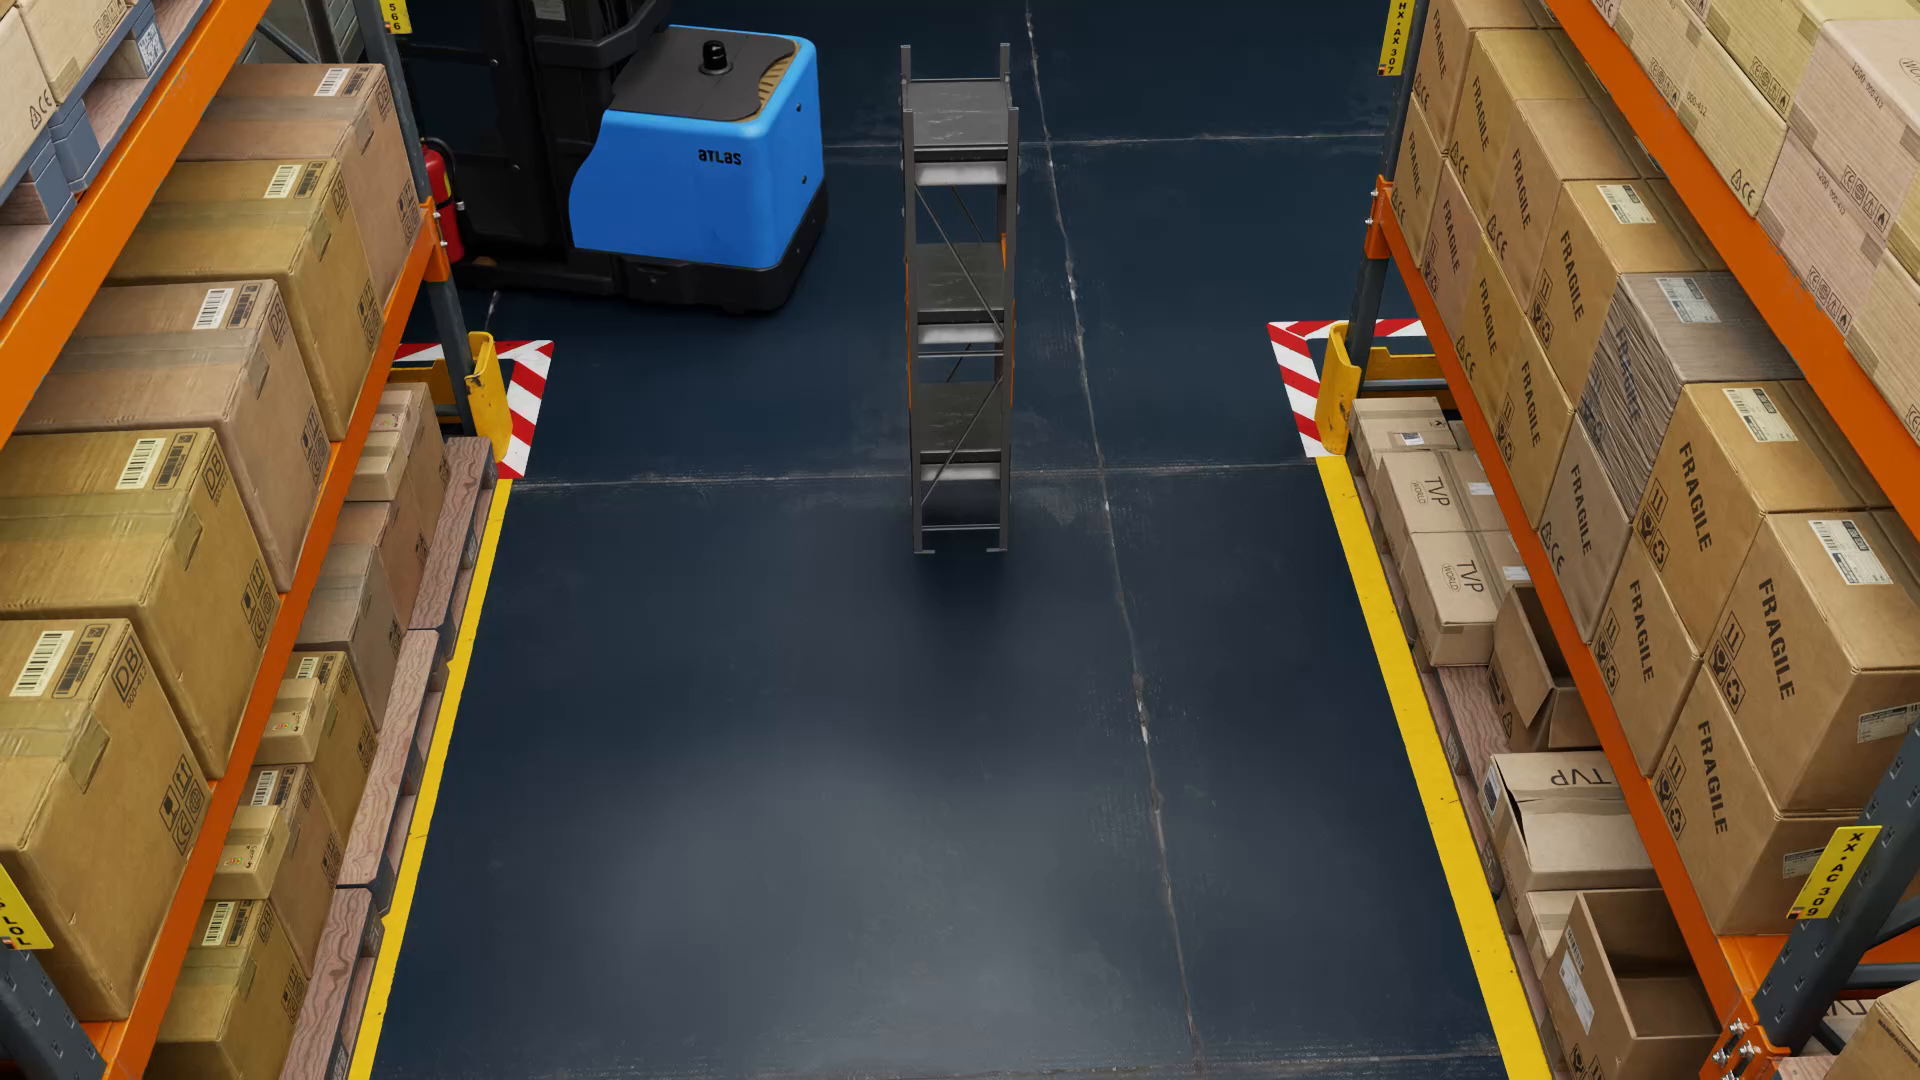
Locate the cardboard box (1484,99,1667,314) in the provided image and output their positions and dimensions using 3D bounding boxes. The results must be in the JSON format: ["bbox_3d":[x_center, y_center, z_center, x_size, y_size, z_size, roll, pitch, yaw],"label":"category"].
[{"bbox_3d":[2.066,-1.087,5.402,0.500,0.500,0.500,-1,43,-1],"label":"cardboard box"}]

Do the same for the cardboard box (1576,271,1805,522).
[{"bbox_3d":[2.109,-0.404,4.657,0.500,0.500,0.500,-1,43,-1],"label":"cardboard box"}]

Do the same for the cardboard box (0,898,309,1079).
[{"bbox_3d":[-2.444,1.425,5.015,0.700,0.500,0.500,-1,43,-1],"label":"cardboard box"}]

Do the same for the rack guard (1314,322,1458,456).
[{"bbox_3d":[2.268,-0.706,7.651,1.175,0.500,0.348,-2,43,-2],"label":"rack guard"}]

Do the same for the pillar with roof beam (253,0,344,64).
[{"bbox_3d":[0.638,-5.667,6.773,9.100,9.000,0.400,-2,43,-2],"label":"pillar with roof beam"}]

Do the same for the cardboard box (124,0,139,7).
[{"bbox_3d":[-2.338,-1.587,4.268,0.500,0.250,0.500,-3,43,-3],"label":"cardboard box"}]

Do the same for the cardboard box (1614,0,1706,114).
[{"bbox_3d":[2.091,-1.363,4.408,0.500,0.250,0.500,-2,43,-2],"label":"cardboard box"}]

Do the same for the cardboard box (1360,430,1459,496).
[{"bbox_3d":[1.950,-0.335,7.167,0.380,0.166,0.250,-2,43,-2],"label":"cardboard box"}]

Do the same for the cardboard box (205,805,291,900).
[{"bbox_3d":[-2.276,0.949,5.053,0.380,0.149,0.250,0,43,0],"label":"cardboard box"}]

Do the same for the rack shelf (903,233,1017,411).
[{"bbox_3d":[-0.007,-0.876,6.672,0.431,0.518,0.480,-2,43,-2],"label":"rack shelf"}]

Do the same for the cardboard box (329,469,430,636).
[{"bbox_3d":[-2.534,0.040,6.526,0.700,0.500,0.500,-2,43,-2],"label":"cardboard box"}]

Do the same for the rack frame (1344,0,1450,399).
[{"bbox_3d":[2.264,-1.679,6.862,1.000,3.000,0.127,-2,43,-2],"label":"rack frame"}]

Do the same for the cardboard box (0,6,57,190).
[{"bbox_3d":[-2.288,-0.895,3.512,0.500,0.250,0.500,-2,43,-3],"label":"cardboard box"}]

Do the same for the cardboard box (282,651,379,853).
[{"bbox_3d":[-2.482,0.739,5.763,0.700,0.500,0.500,-1,43,-1],"label":"cardboard box"}]

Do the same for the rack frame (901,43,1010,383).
[{"bbox_3d":[-0.017,-1.051,6.842,0.400,2.100,0.015,-2,43,-2],"label":"rack frame"}]

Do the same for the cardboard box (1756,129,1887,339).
[{"bbox_3d":[2.137,-0.688,3.671,0.500,0.250,0.500,-2,43,-2],"label":"cardboard box"}]

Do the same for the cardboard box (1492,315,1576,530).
[{"bbox_3d":[2.085,-0.384,5.375,0.500,0.500,0.500,-1,43,-1],"label":"cardboard box"}]

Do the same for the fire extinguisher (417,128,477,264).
[{"bbox_3d":[-2.230,-1.483,6.982,0.296,0.674,0.183,-2,43,-2],"label":"fire extinguisher"}]

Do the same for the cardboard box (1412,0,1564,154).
[{"bbox_3d":[2.020,-1.777,6.155,0.500,0.500,0.500,0,43,0],"label":"cardboard box"}]

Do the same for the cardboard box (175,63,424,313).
[{"bbox_3d":[-2.653,-1.301,6.227,0.980,0.700,0.700,0,43,0],"label":"cardboard box"}]

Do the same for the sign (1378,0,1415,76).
[{"bbox_3d":[1.722,-1.982,6.552,0.100,0.325,0.005,-2,43,-2],"label":"sign"}]

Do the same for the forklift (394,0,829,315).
[{"bbox_3d":[-2.287,-2.729,8.058,3.031,2.935,1.130,8,43,9],"label":"forklift"}]

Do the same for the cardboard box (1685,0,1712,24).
[{"bbox_3d":[2.085,-1.547,4.239,0.500,0.250,0.500,-2,43,-2],"label":"cardboard box"}]

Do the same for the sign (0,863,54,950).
[{"bbox_3d":[-1.973,0.746,3.418,0.100,0.325,0.005,-2,43,-2],"label":"sign"}]

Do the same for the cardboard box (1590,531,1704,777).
[{"bbox_3d":[2.133,0.306,4.622,0.500,0.500,0.500,-1,43,-1],"label":"cardboard box"}]

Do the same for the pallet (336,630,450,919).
[{"bbox_3d":[-2.524,0.853,6.163,1.003,0.211,1.213,-2,43,-2],"label":"pallet"}]

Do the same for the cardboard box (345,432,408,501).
[{"bbox_3d":[-2.356,-0.283,6.398,0.380,0.149,0.250,-1,43,-1],"label":"cardboard box"}]

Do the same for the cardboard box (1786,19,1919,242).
[{"bbox_3d":[2.125,-0.872,3.502,0.500,0.250,0.500,-2,43,-2],"label":"cardboard box"}]

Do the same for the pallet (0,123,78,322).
[{"bbox_3d":[-2.539,-0.460,3.377,1.003,0.211,1.213,-2,43,-2],"label":"pallet"}]

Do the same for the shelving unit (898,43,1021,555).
[{"bbox_3d":[-0.007,-0.886,6.662,0.431,2.100,0.503,-2,43,-2],"label":"shelving unit"}]

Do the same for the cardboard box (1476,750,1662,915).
[{"bbox_3d":[2.095,0.968,5.639,0.500,0.311,0.500,-2,43,-2],"label":"cardboard box"}]

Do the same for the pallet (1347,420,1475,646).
[{"bbox_3d":[2.303,-0.061,7.161,1.003,0.211,1.213,-2,43,-2],"label":"pallet"}]

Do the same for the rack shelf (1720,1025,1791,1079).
[{"bbox_3d":[2.519,2.637,2.686,1.077,0.370,4.000,-2,43,-2],"label":"rack shelf"}]

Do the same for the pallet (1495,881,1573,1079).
[{"bbox_3d":[2.406,1.586,5.364,1.003,0.211,1.213,-2,43,-2],"label":"pallet"}]

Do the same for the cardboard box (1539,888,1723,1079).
[{"bbox_3d":[2.127,1.404,5.023,0.500,0.500,0.500,-2,43,-2],"label":"cardboard box"}]

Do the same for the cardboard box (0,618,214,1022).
[{"bbox_3d":[-2.521,0.689,4.057,0.980,0.700,0.700,-1,43,-1],"label":"cardboard box"}]

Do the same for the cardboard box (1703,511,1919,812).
[{"bbox_3d":[2.154,0.282,3.909,0.500,0.500,0.500,-1,43,-2],"label":"cardboard box"}]

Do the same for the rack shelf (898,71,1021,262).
[{"bbox_3d":[-0.007,-1.392,6.199,0.431,0.518,0.480,-2,43,-2],"label":"rack shelf"}]

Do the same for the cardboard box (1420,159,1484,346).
[{"bbox_3d":[2.047,-1.061,6.113,0.500,0.500,0.500,-2,43,-2],"label":"cardboard box"}]

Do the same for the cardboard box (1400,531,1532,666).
[{"bbox_3d":[2.047,0.223,6.496,0.500,0.250,0.500,-2,43,-2],"label":"cardboard box"}]

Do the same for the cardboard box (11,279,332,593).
[{"bbox_3d":[-2.588,-0.295,5.130,0.980,0.700,0.700,-4,43,-4],"label":"cardboard box"}]
